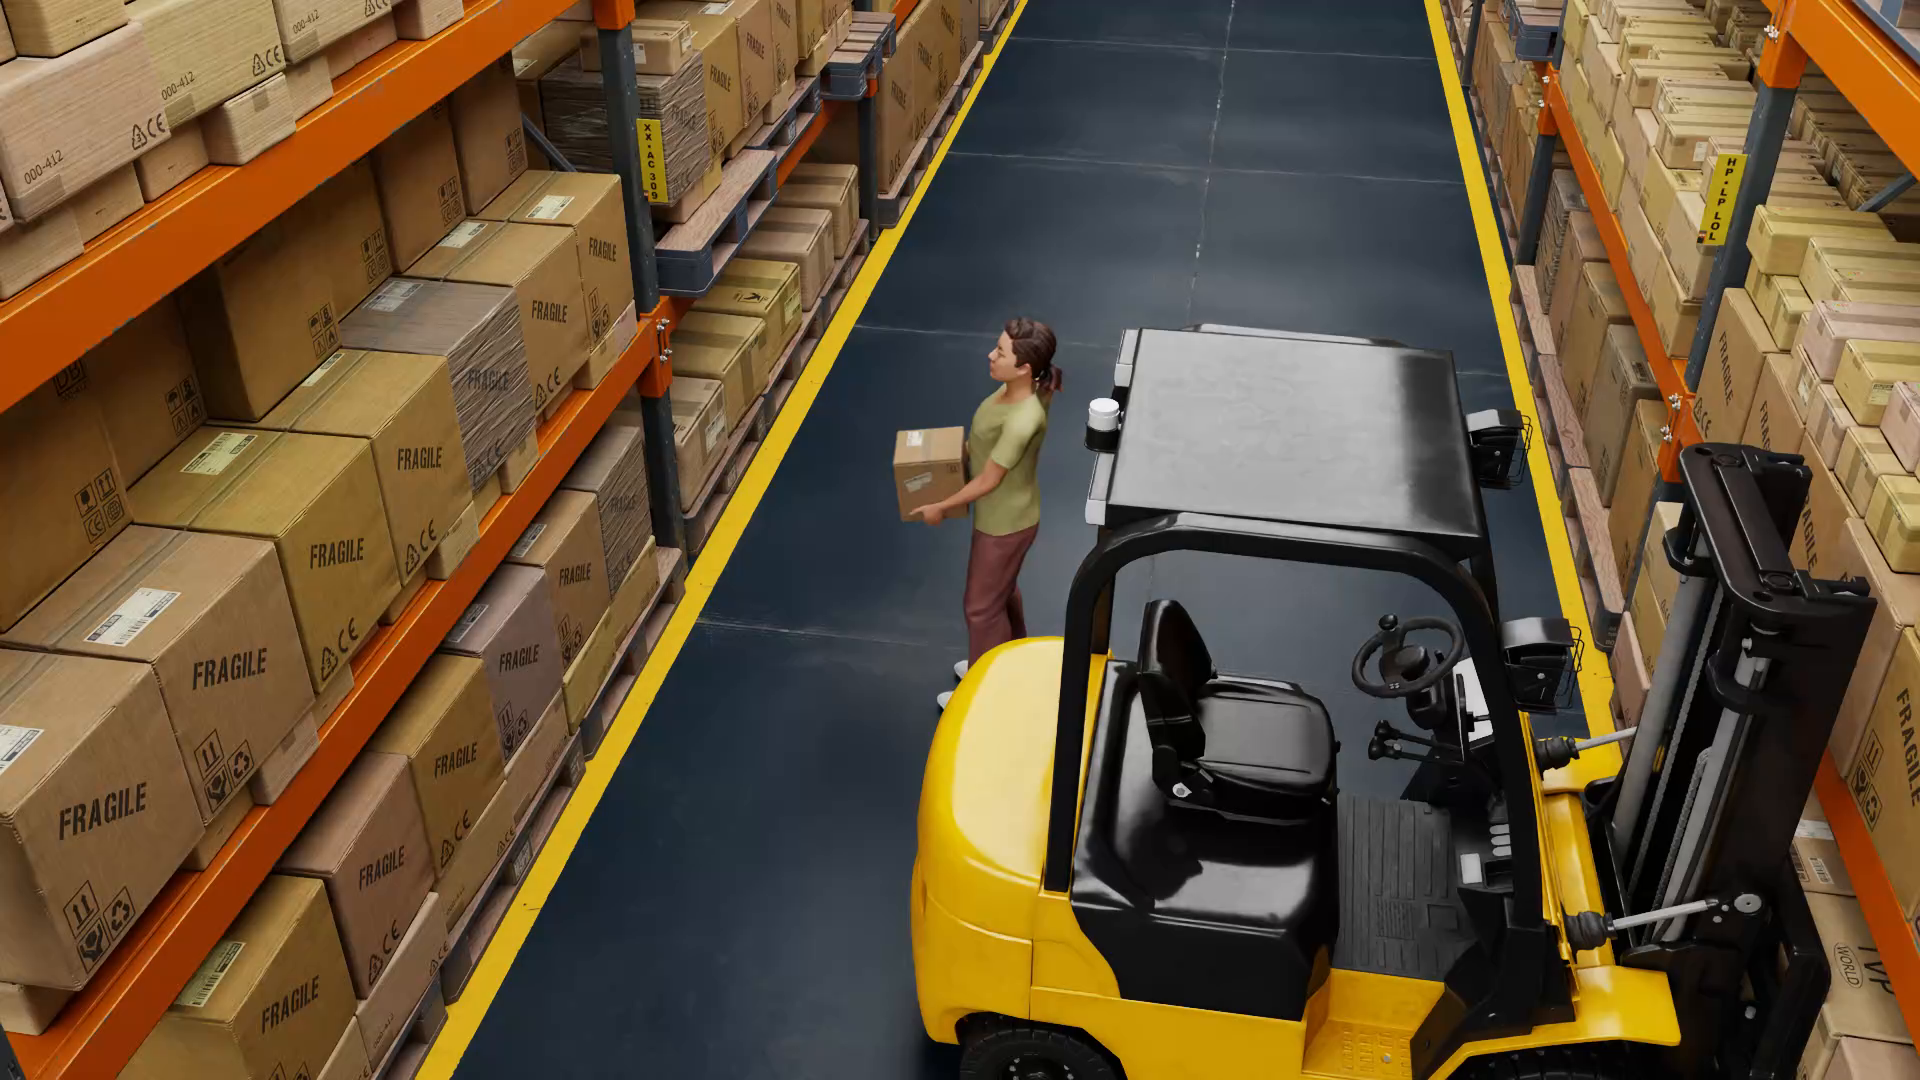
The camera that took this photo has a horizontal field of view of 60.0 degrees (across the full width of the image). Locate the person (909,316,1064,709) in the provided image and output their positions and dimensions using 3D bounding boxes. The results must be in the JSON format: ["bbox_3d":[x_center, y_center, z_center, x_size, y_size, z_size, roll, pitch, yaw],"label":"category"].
[{"bbox_3d":[0.097,-0.078,6.271,0.559,1.662,0.428,1,33,2],"label":"person"}]
